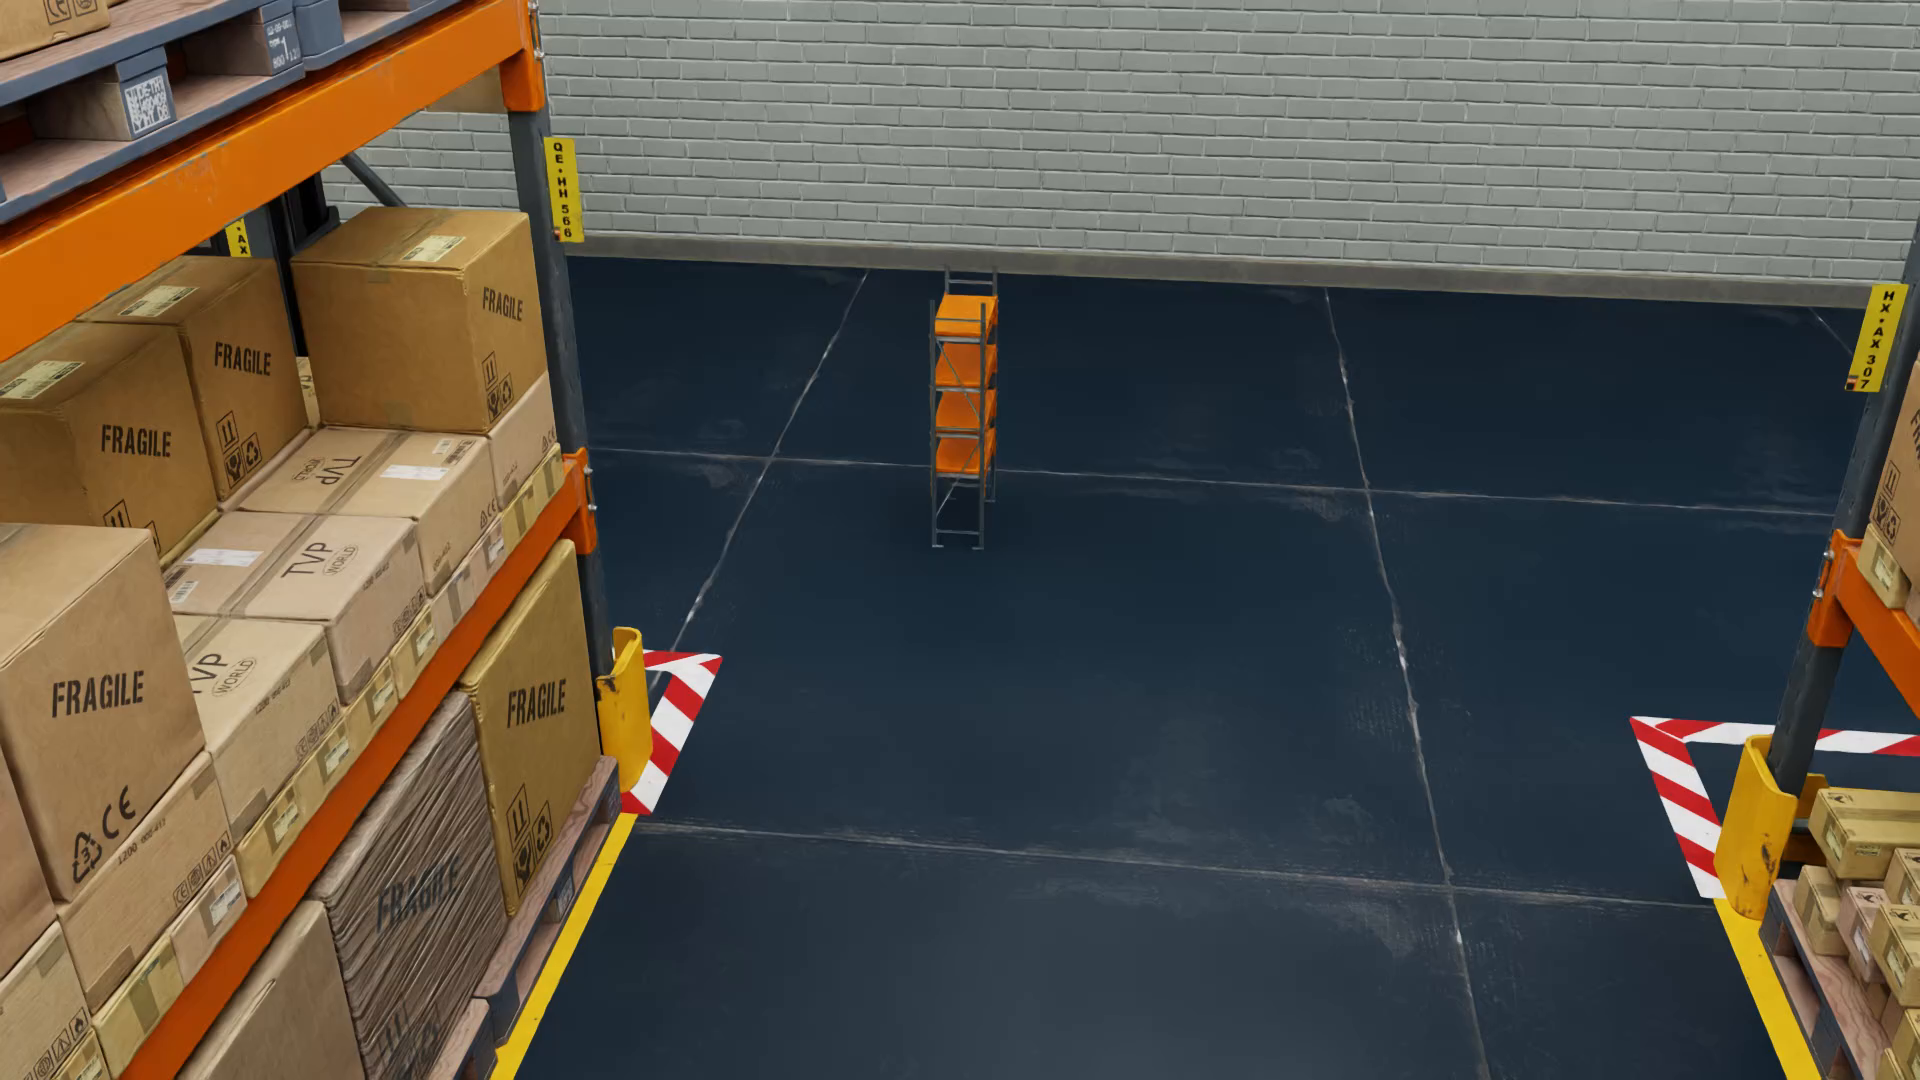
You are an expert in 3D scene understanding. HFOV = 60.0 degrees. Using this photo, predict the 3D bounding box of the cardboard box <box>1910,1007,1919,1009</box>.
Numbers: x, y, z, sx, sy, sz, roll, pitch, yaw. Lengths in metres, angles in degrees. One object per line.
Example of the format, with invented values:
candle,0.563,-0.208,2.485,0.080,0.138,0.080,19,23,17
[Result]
cardboard box,2.804,1.255,4.507,0.380,0.149,0.250,4,29,7

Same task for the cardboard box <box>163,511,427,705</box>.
cardboard box,-1.676,0.159,4.136,0.500,0.250,0.500,2,28,4

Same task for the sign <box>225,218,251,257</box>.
sign,-2.306,-0.949,5.352,0.100,0.325,0.005,3,28,6

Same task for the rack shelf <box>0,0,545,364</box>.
rack shelf,-2.001,-0.560,3.223,1.077,0.370,4.000,3,28,6

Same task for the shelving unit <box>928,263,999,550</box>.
shelving unit,0.020,-0.606,7.610,0.258,1.200,0.503,3,28,6

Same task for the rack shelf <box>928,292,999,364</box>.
rack shelf,0.020,-0.952,7.424,0.258,0.148,0.480,3,28,6

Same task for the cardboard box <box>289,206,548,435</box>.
cardboard box,-1.554,-0.648,4.844,0.500,0.500,0.500,4,29,7

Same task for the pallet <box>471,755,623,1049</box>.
pallet,-1.776,1.111,5.466,1.003,0.211,1.213,3,28,6

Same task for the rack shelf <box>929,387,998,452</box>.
rack shelf,0.020,-0.547,7.642,0.258,0.148,0.480,3,28,6

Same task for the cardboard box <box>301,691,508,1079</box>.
cardboard box,-1.866,0.987,4.553,0.875,0.875,0.875,3,28,6

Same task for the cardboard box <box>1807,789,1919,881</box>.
cardboard box,2.753,0.873,4.902,0.380,0.149,0.250,2,28,4

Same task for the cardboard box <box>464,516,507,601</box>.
cardboard box,-1.535,0.041,4.777,0.380,0.149,0.250,3,29,6

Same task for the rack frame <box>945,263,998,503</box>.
rack frame,0.050,-0.721,7.823,0.240,1.200,0.015,3,28,6

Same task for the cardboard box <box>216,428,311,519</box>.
cardboard box,-2.139,-0.107,4.631,0.500,0.250,0.500,3,28,6

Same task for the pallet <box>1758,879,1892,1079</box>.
pallet,3.011,1.482,4.777,1.003,0.211,1.213,3,28,6

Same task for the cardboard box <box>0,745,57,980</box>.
cardboard box,-1.865,0.548,2.624,0.500,0.500,0.500,3,28,6

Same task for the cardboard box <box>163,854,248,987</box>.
cardboard box,-1.721,0.766,3.431,0.380,0.149,0.250,4,29,7

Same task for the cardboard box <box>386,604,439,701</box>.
cardboard box,-1.596,0.280,4.332,0.380,0.149,0.250,3,28,5

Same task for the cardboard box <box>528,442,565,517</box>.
cardboard box,-1.472,-0.200,5.224,0.380,0.149,0.250,4,29,7

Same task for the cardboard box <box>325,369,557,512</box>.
cardboard box,-1.552,-0.319,5.024,0.500,0.250,0.500,3,28,5

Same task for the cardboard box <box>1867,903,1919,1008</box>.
cardboard box,2.681,1.121,4.442,0.380,0.149,0.250,3,28,6

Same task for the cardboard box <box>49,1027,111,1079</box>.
cardboard box,-1.785,1.004,2.988,0.380,0.149,0.250,3,28,5

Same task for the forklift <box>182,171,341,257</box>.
forklift,-3.623,-1.398,7.255,3.031,2.935,1.130,2,28,3

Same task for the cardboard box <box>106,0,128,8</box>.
cardboard box,-1.970,-1.339,3.257,0.700,0.500,0.500,1,28,3

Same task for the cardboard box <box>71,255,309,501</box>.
cardboard box,-2.144,-0.447,4.471,0.500,0.500,0.500,3,28,5

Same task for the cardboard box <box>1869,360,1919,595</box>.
cardboard box,2.825,-0.142,4.431,0.500,0.500,0.500,5,29,9

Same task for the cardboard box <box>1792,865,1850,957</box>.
cardboard box,2.773,1.136,5.041,0.380,0.149,0.250,4,29,7

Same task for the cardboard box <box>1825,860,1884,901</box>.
cardboard box,2.836,1.009,4.964,0.380,0.149,0.250,5,29,8

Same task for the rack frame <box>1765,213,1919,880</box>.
rack frame,3.155,-0.162,4.888,1.000,3.000,0.127,3,28,6

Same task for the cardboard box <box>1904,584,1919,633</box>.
cardboard box,2.799,0.204,4.473,0.380,0.149,0.250,4,29,8

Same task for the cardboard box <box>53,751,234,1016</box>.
cardboard box,-1.804,0.636,3.251,0.500,0.250,0.500,4,29,7

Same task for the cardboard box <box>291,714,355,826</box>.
cardboard box,-1.660,0.519,3.889,0.380,0.149,0.250,4,29,7

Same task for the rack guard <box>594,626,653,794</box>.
rack guard,-1.753,0.591,6.125,1.175,0.500,0.348,3,28,6

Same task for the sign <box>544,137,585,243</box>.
sign,-1.219,-1.074,5.110,0.100,0.325,0.005,3,28,6

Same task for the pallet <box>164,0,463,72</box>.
pallet,-1.836,-1.429,4.172,1.003,0.211,1.213,3,28,6

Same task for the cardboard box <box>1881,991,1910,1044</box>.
cardboard box,2.798,1.382,4.586,0.380,0.149,0.250,4,29,7
